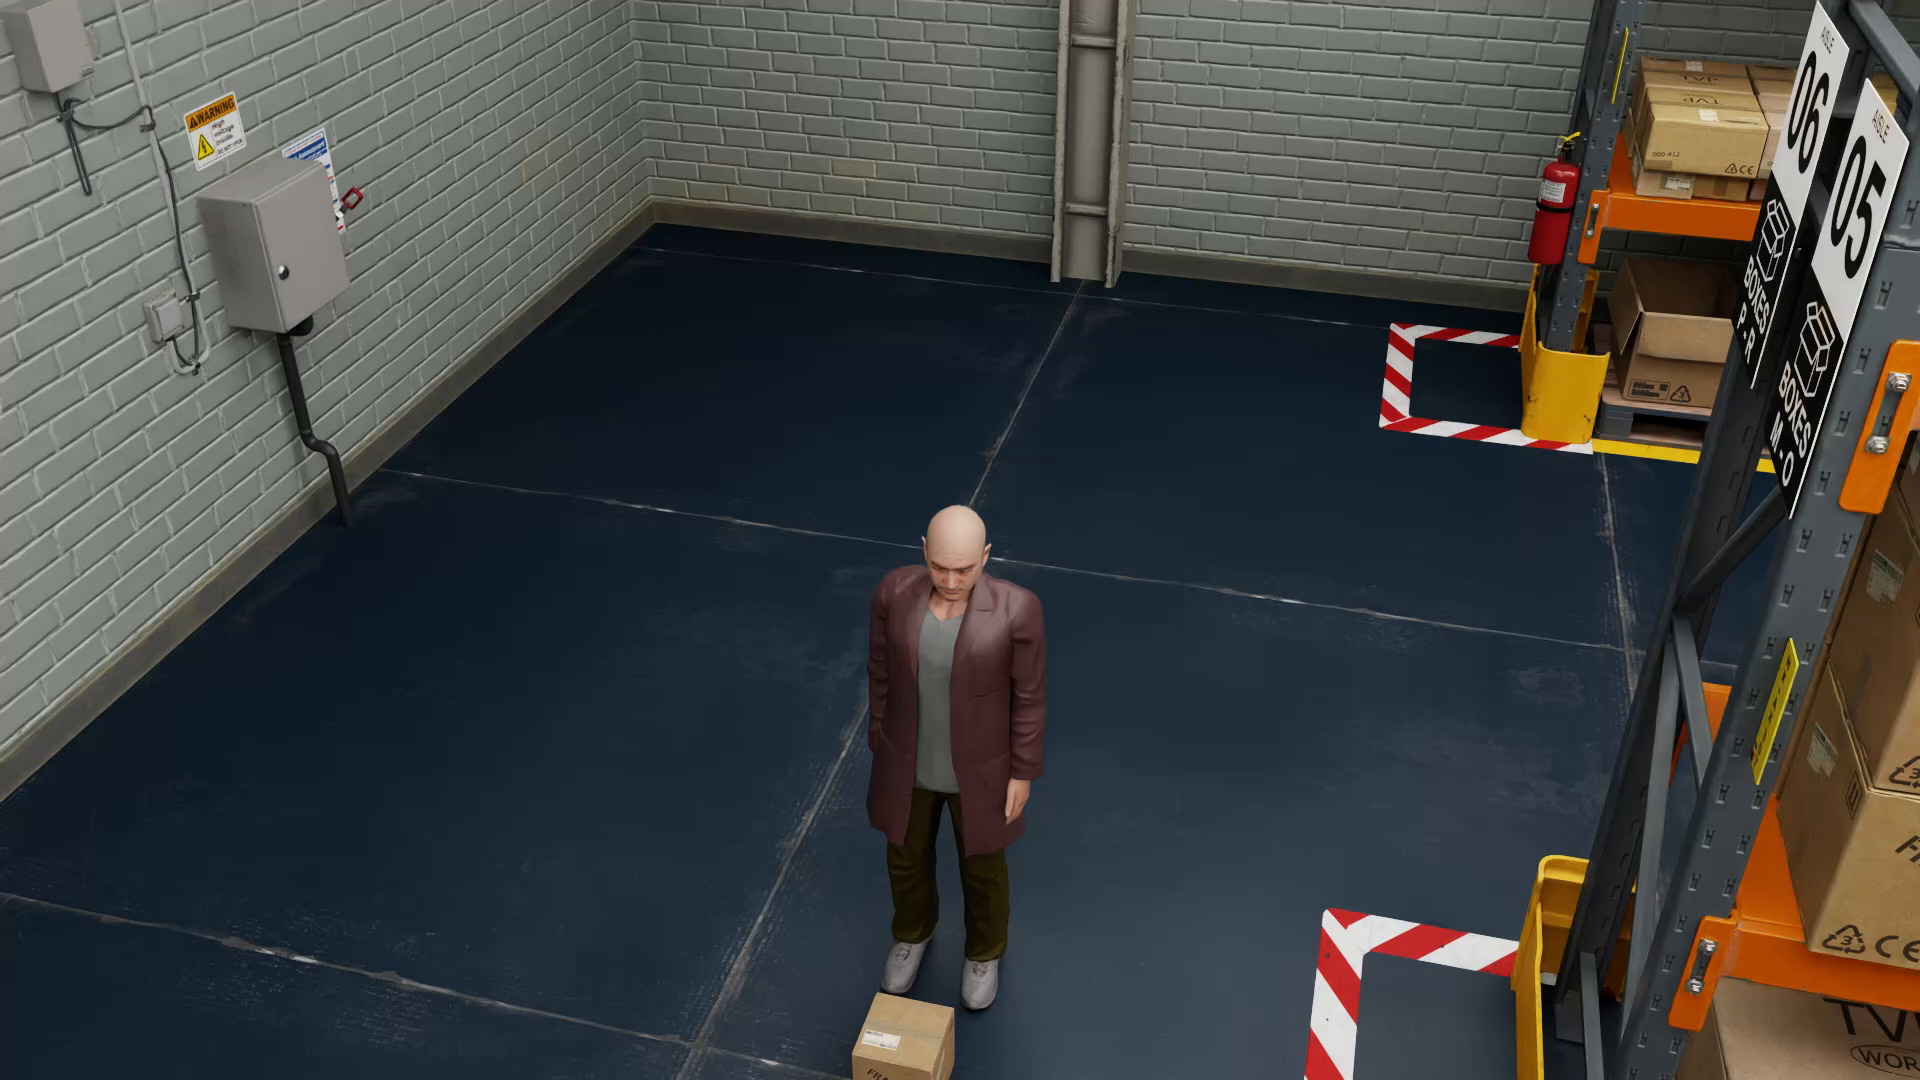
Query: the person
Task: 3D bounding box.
[{"bbox_3d":[-0.022,0.683,5.080,0.563,1.774,0.384,9,33,13],"label":"person"}]
